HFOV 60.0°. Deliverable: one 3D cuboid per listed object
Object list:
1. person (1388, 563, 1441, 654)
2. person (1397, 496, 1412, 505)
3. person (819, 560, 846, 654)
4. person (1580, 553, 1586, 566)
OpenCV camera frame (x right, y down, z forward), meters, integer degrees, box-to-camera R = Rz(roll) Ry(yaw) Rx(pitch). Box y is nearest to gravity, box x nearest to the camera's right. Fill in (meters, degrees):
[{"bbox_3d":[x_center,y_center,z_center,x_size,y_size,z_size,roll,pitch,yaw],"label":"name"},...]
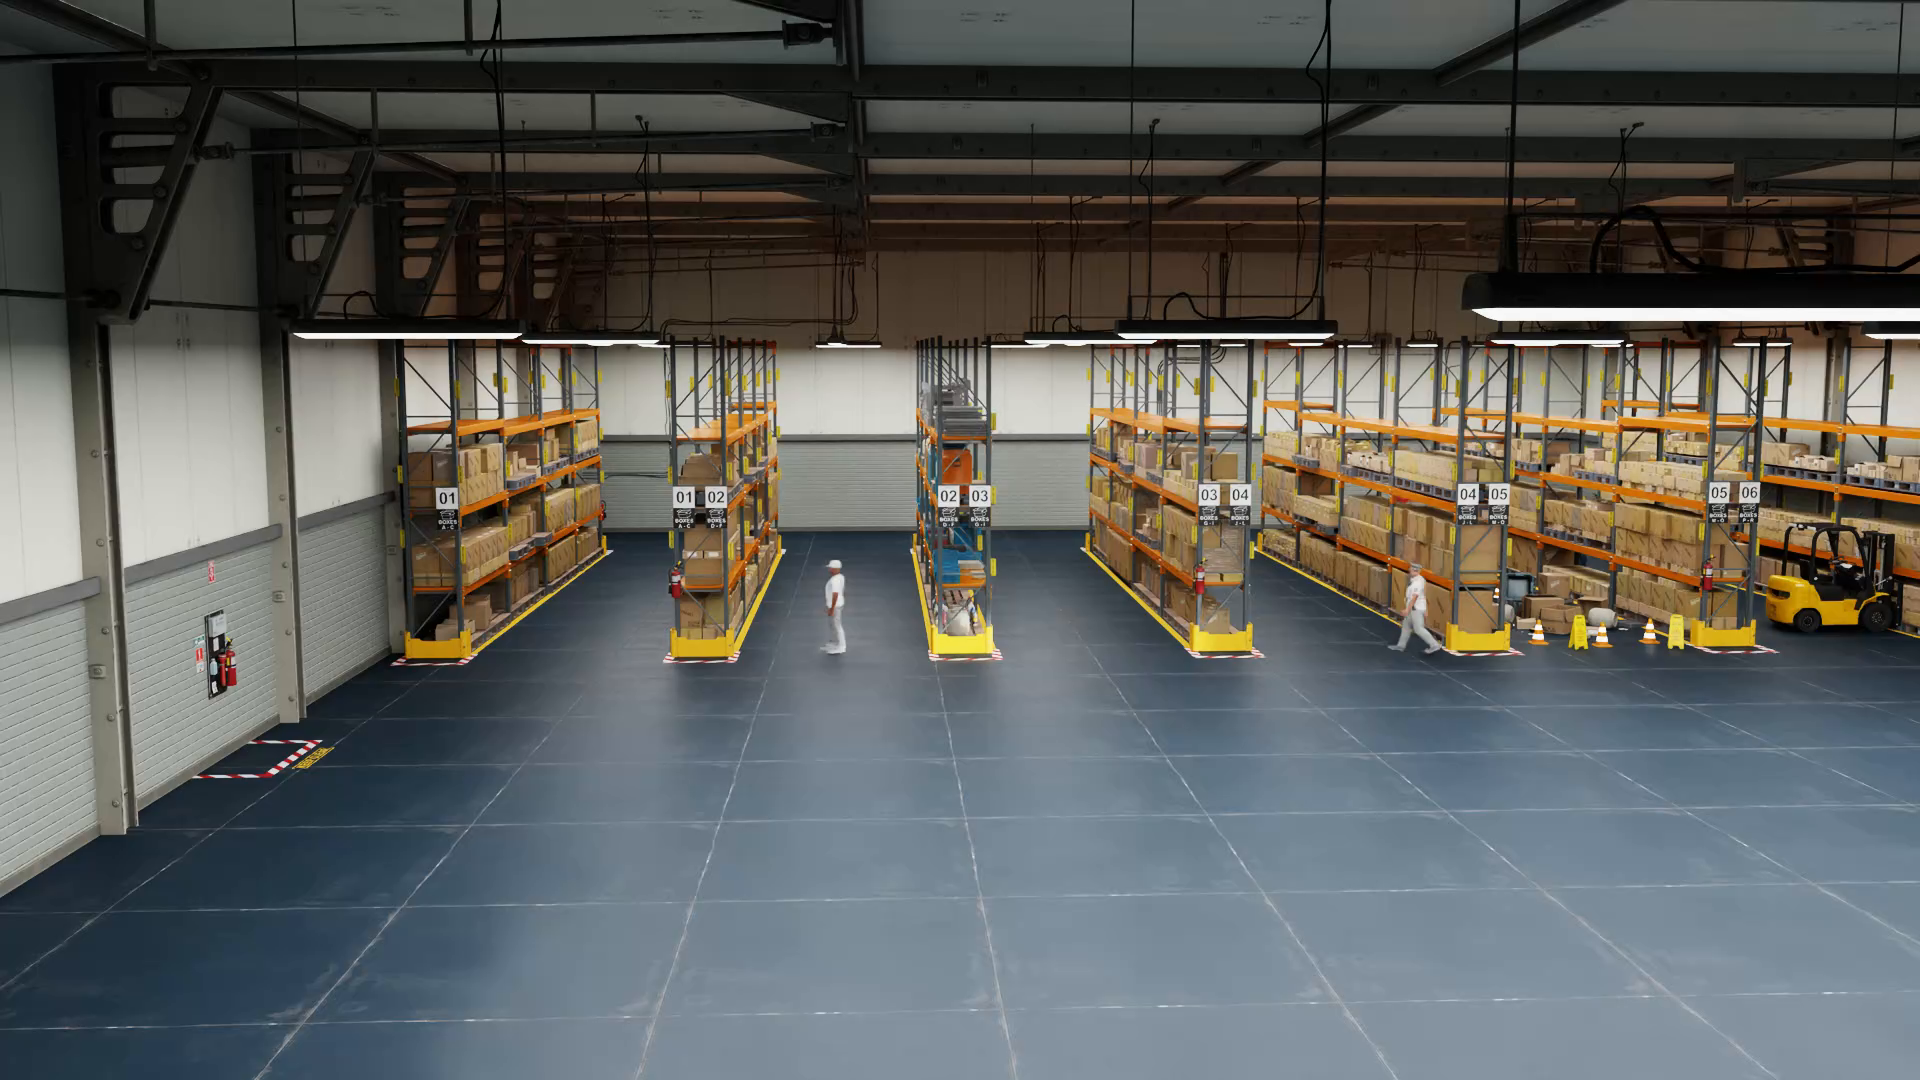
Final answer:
[{"bbox_3d":[8.609,1.289,31.447,1.018,1.723,0.570,3,7,24],"label":"person"},{"bbox_3d":[13.631,-0.955,51.308,0.529,1.776,0.526,-3,7,-23],"label":"person"},{"bbox_3d":[-2.439,1.261,31.555,0.533,1.776,0.630,0,6,1],"label":"person"},{"bbox_3d":[16.114,0.049,43.083,0.349,1.614,0.505,3,7,27],"label":"person"}]
